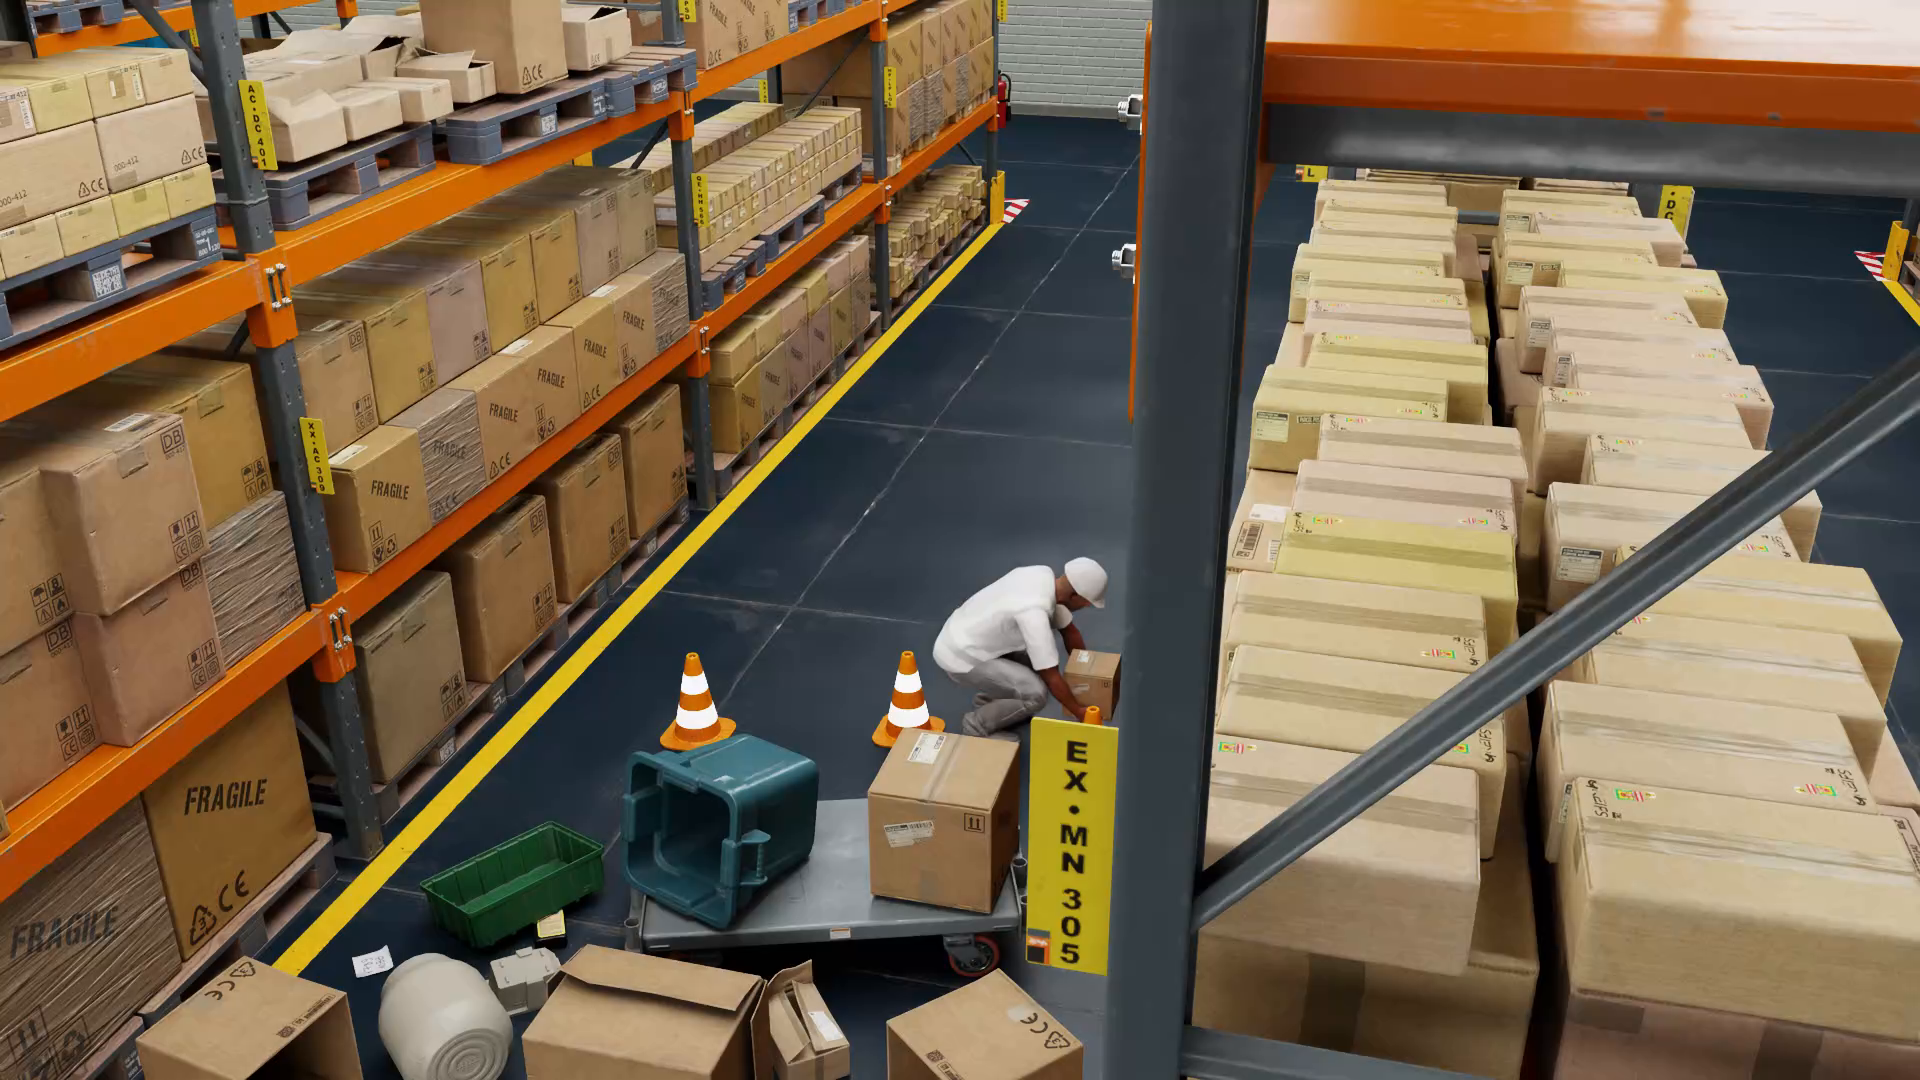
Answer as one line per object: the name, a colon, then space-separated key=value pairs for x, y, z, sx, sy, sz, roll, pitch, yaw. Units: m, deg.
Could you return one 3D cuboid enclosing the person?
person: x=0.331 y=0.526 z=8.375 sx=0.900 sy=0.997 sz=0.585 roll=6 pitch=26 yaw=13
